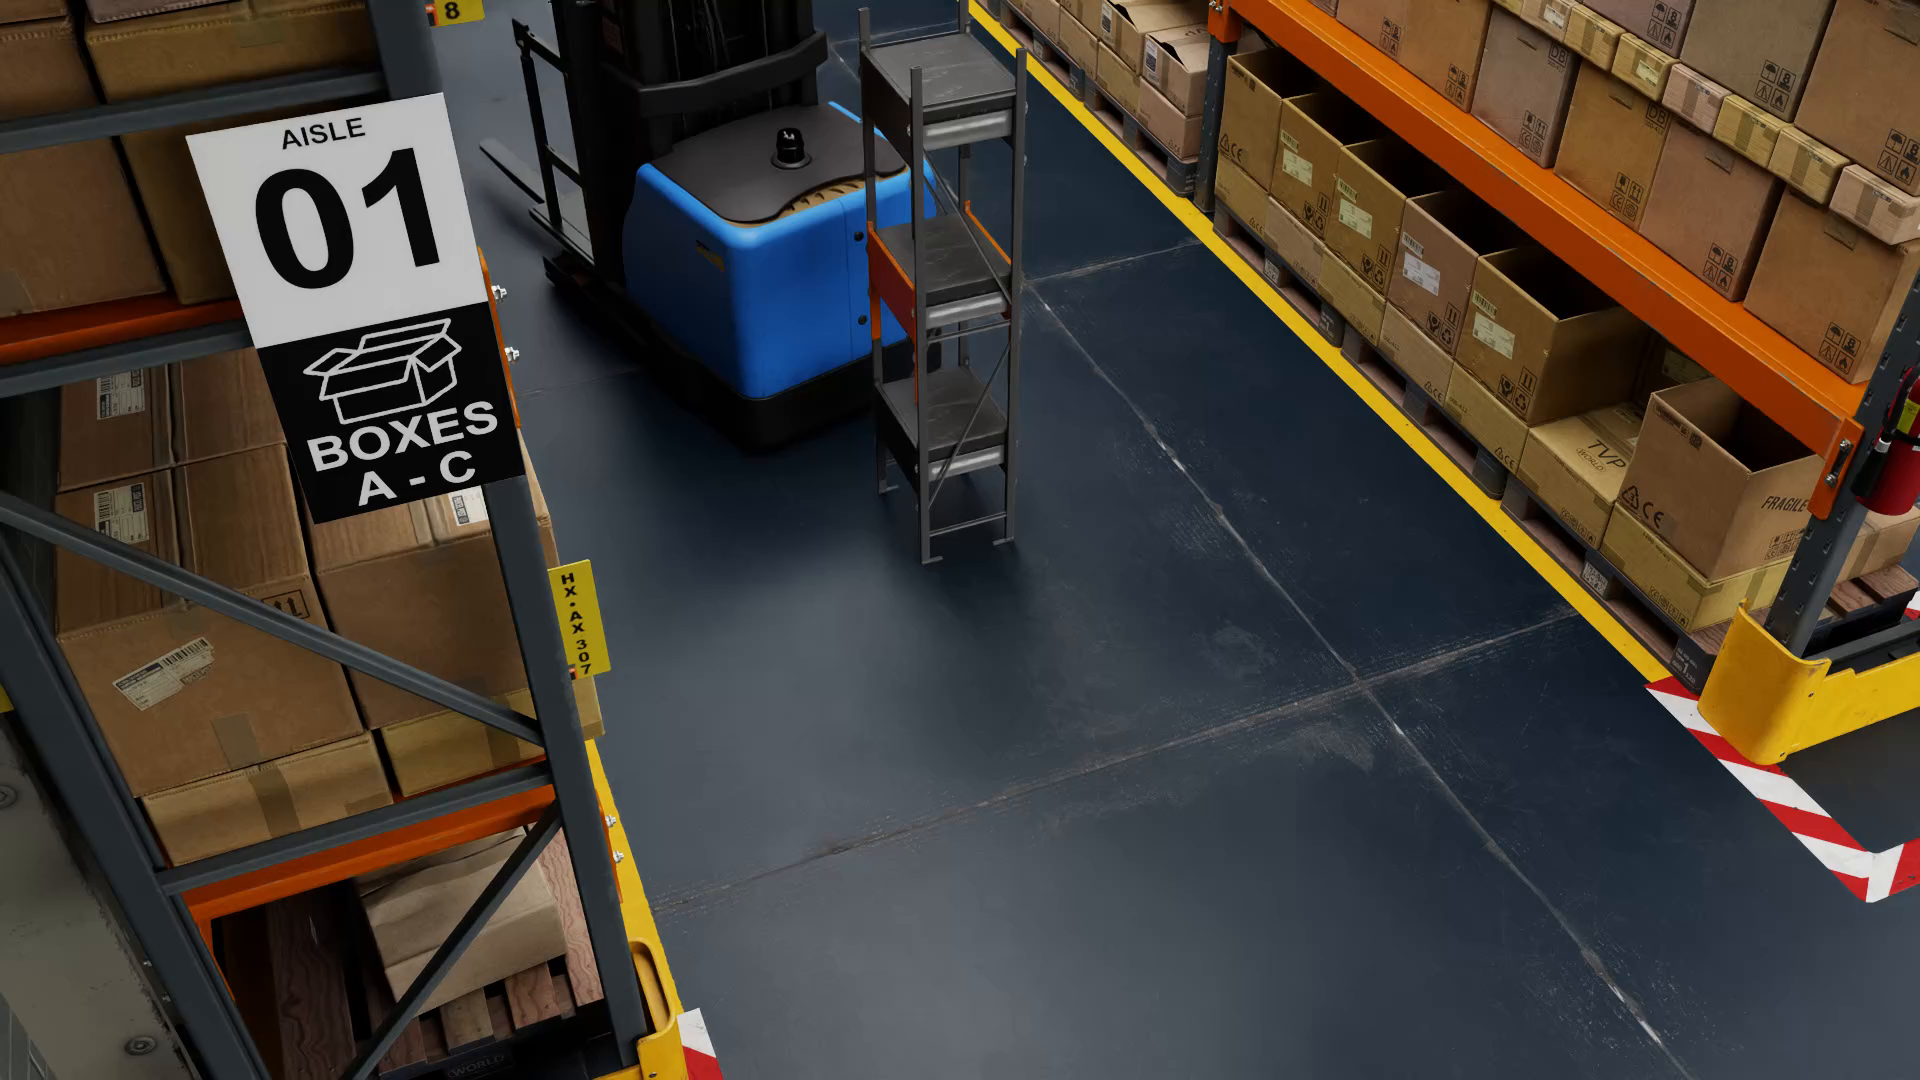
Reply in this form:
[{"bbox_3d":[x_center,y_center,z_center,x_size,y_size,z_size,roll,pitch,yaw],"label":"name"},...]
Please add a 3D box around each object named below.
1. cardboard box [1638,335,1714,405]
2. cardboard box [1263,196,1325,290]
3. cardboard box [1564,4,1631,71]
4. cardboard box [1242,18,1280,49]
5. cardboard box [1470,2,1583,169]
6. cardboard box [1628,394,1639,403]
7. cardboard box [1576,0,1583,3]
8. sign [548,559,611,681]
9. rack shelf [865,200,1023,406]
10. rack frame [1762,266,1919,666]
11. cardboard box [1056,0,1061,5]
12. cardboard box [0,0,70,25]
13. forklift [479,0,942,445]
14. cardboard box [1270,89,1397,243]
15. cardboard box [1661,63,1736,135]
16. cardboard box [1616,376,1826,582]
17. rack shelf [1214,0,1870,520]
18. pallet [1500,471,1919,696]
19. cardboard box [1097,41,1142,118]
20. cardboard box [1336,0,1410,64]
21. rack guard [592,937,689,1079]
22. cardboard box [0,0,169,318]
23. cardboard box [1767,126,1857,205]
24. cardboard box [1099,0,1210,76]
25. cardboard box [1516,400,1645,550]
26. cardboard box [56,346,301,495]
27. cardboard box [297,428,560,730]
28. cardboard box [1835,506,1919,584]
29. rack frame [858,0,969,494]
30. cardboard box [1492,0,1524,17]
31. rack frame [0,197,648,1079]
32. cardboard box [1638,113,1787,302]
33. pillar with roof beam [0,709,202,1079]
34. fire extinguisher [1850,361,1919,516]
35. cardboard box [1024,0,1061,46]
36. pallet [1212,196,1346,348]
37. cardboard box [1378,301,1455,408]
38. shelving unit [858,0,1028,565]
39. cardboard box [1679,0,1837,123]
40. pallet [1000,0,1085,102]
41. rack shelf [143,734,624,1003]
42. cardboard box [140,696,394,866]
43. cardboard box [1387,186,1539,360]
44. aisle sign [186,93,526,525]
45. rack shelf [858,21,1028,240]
[{"bbox_3d":[3.058,-0.678,6.449,0.500,0.500,0.500,-15,43,-17],"label":"cardboard box"},{"bbox_3d":[1.804,-1.466,7.941,0.500,0.250,0.500,-15,43,-17],"label":"cardboard box"},{"bbox_3d":[2.432,-1.843,6.019,0.380,0.149,0.250,-14,43,-16],"label":"cardboard box"},{"bbox_3d":[1.793,-2.647,8.885,0.500,0.311,0.500,-15,43,-17],"label":"cardboard box"},{"bbox_3d":[2.489,-1.852,6.526,0.700,0.500,0.500,-14,43,-16],"label":"cardboard box"},{"bbox_3d":[2.866,-0.694,7.043,0.500,0.250,0.500,-15,43,-17],"label":"cardboard box"},{"bbox_3d":[2.472,-2.364,6.127,0.700,0.500,0.500,-15,43,-17],"label":"cardboard box"},{"bbox_3d":[-0.823,0.177,3.580,0.100,0.325,0.005,-15,43,-17],"label":"sign"},{"bbox_3d":[-0.063,-0.886,6.190,0.431,0.518,0.480,-15,43,-17],"label":"rack shelf"},{"bbox_3d":[3.251,-0.597,5.144,1.000,3.000,0.127,-15,43,-17],"label":"rack frame"},{"bbox_3d":[0.718,-3.425,9.789,0.500,0.311,0.500,-16,43,-17],"label":"cardboard box"},{"bbox_3d":[-1.731,-1.116,2.587,0.500,0.500,0.500,-13,42,-15],"label":"cardboard box"},{"bbox_3d":[-1.382,-2.422,7.319,1.130,2.935,3.031,-27,47,-28],"label":"forklift"},{"bbox_3d":[1.807,-1.751,7.698,0.500,0.500,0.500,-15,43,-17],"label":"cardboard box"},{"bbox_3d":[2.635,-1.527,5.651,0.380,0.149,0.250,-15,43,-16],"label":"cardboard box"},{"bbox_3d":[2.771,-0.247,5.948,0.500,0.500,0.500,-15,43,-17],"label":"cardboard box"},{"bbox_3d":[2.486,-1.529,6.780,1.077,0.370,4.000,-15,43,-17],"label":"rack shelf"},{"bbox_3d":[2.920,0.010,6.577,1.003,0.211,1.213,-15,43,-17],"label":"pallet"},{"bbox_3d":[1.102,-2.606,9.267,0.500,0.250,0.500,-16,43,-18],"label":"cardboard box"},{"bbox_3d":[2.104,-2.463,7.237,0.700,0.500,0.500,-16,43,-17],"label":"cardboard box"},{"bbox_3d":[-1.353,1.543,4.573,1.175,0.500,0.348,-15,43,-17],"label":"rack guard"},{"bbox_3d":[-1.718,-0.730,2.906,0.500,0.500,0.500,-12,42,-14],"label":"cardboard box"},{"bbox_3d":[2.827,-1.221,5.295,0.380,0.149,0.250,-14,43,-16],"label":"cardboard box"},{"bbox_3d":[1.096,-2.820,9.086,0.500,0.311,0.500,-14,43,-16],"label":"cardboard box"},{"bbox_3d":[2.570,-0.262,6.540,0.500,0.250,0.500,-15,43,-17],"label":"cardboard box"},{"bbox_3d":[-1.885,-0.131,4.126,0.500,0.500,0.500,-15,43,-16],"label":"cardboard box"},{"bbox_3d":[-1.229,0.043,3.924,0.500,0.500,0.500,-15,43,-17],"label":"cardboard box"},{"bbox_3d":[3.251,-0.093,6.344,0.500,0.250,0.500,-15,43,-17],"label":"cardboard box"},{"bbox_3d":[-0.157,-1.043,6.352,0.400,2.100,0.015,-15,43,-17],"label":"rack frame"},{"bbox_3d":[2.240,-2.148,6.374,0.380,0.149,0.250,-15,43,-17],"label":"cardboard box"},{"bbox_3d":[-1.324,0.641,3.704,1.000,3.000,0.127,-15,43,-17],"label":"rack frame"},{"bbox_3d":[2.879,-1.235,5.809,0.700,0.500,0.500,-14,43,-16],"label":"cardboard box"},{"bbox_3d":[1.586,-2.914,3.237,9.100,9.000,0.400,-15,43,-17],"label":"pillar with roof beam"},{"bbox_3d":[2.867,-0.381,4.952,0.296,0.674,0.183,-15,43,-17],"label":"fire extinguisher"},{"bbox_3d":[0.713,-3.221,9.982,0.500,0.250,0.500,-14,43,-16],"label":"cardboard box"},{"bbox_3d":[1.986,-1.460,8.286,1.003,0.211,1.213,-15,43,-17],"label":"pallet"},{"bbox_3d":[2.188,-0.864,7.241,0.500,0.250,0.500,-15,43,-17],"label":"cardboard box"},{"bbox_3d":[-0.063,-0.896,6.181,0.431,2.100,0.503,-15,43,-17],"label":"shelving unit"},{"bbox_3d":[2.858,-1.759,5.423,0.700,0.500,0.500,-16,43,-18],"label":"cardboard box"},{"bbox_3d":[0.932,-3.120,10.216,1.003,0.211,1.213,-15,43,-17],"label":"pallet"},{"bbox_3d":[-2.090,-0.291,5.340,1.077,0.370,4.000,-15,43,-17],"label":"rack shelf"},{"bbox_3d":[-1.682,0.457,4.018,0.500,0.250,0.500,-15,43,-16],"label":"cardboard box"},{"bbox_3d":[2.185,-1.147,6.995,0.500,0.500,0.500,-15,43,-17],"label":"cardboard box"},{"bbox_3d":[-1.020,-0.376,2.893,0.394,0.787,0.004,-15,43,-17],"label":"aisle sign"},{"bbox_3d":[-0.063,-1.416,5.734,0.431,0.518,0.480,-15,43,-17],"label":"rack shelf"}]
